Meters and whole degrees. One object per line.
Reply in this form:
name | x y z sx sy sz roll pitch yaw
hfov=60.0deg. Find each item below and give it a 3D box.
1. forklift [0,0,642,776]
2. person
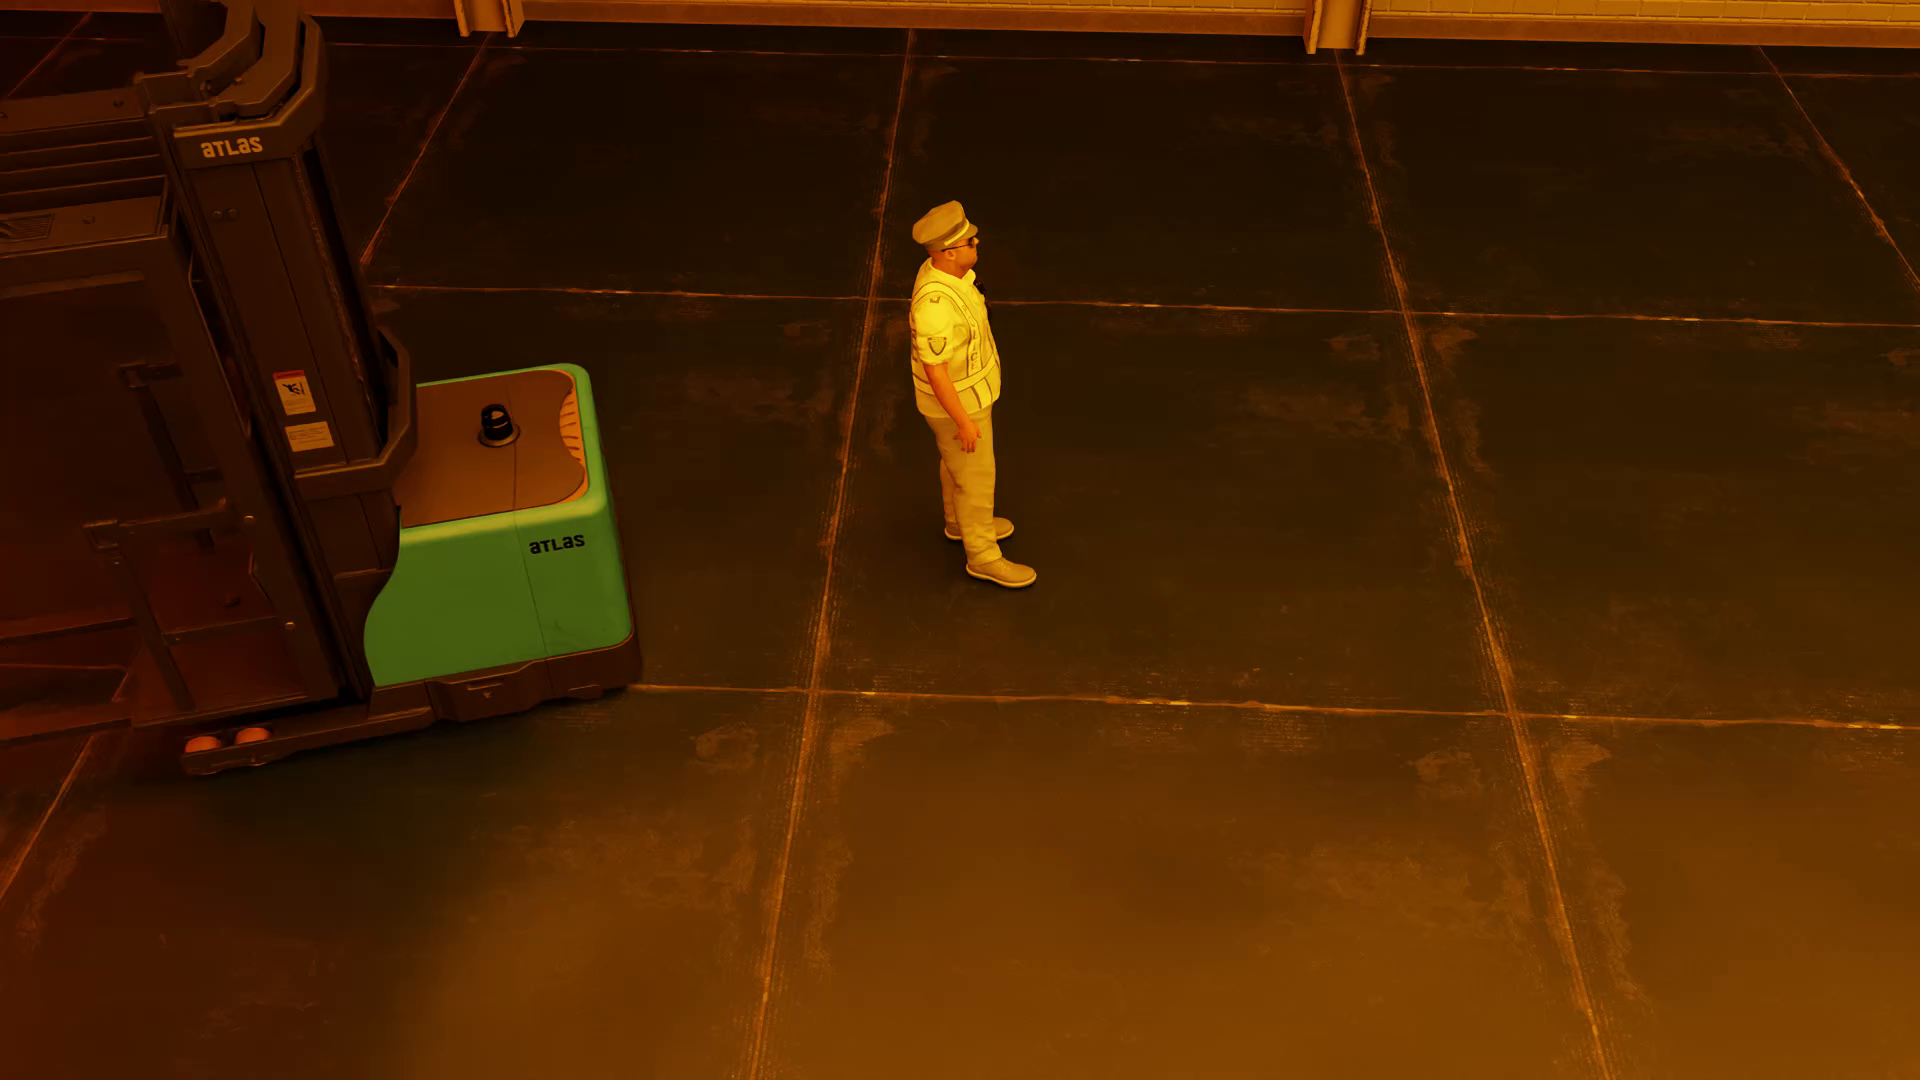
forklift | -2.952 -0.510 6.301 3.031 2.935 1.130 -10 43 -10
person | 0.078 -0.654 7.299 0.574 1.781 0.641 2 42 2
